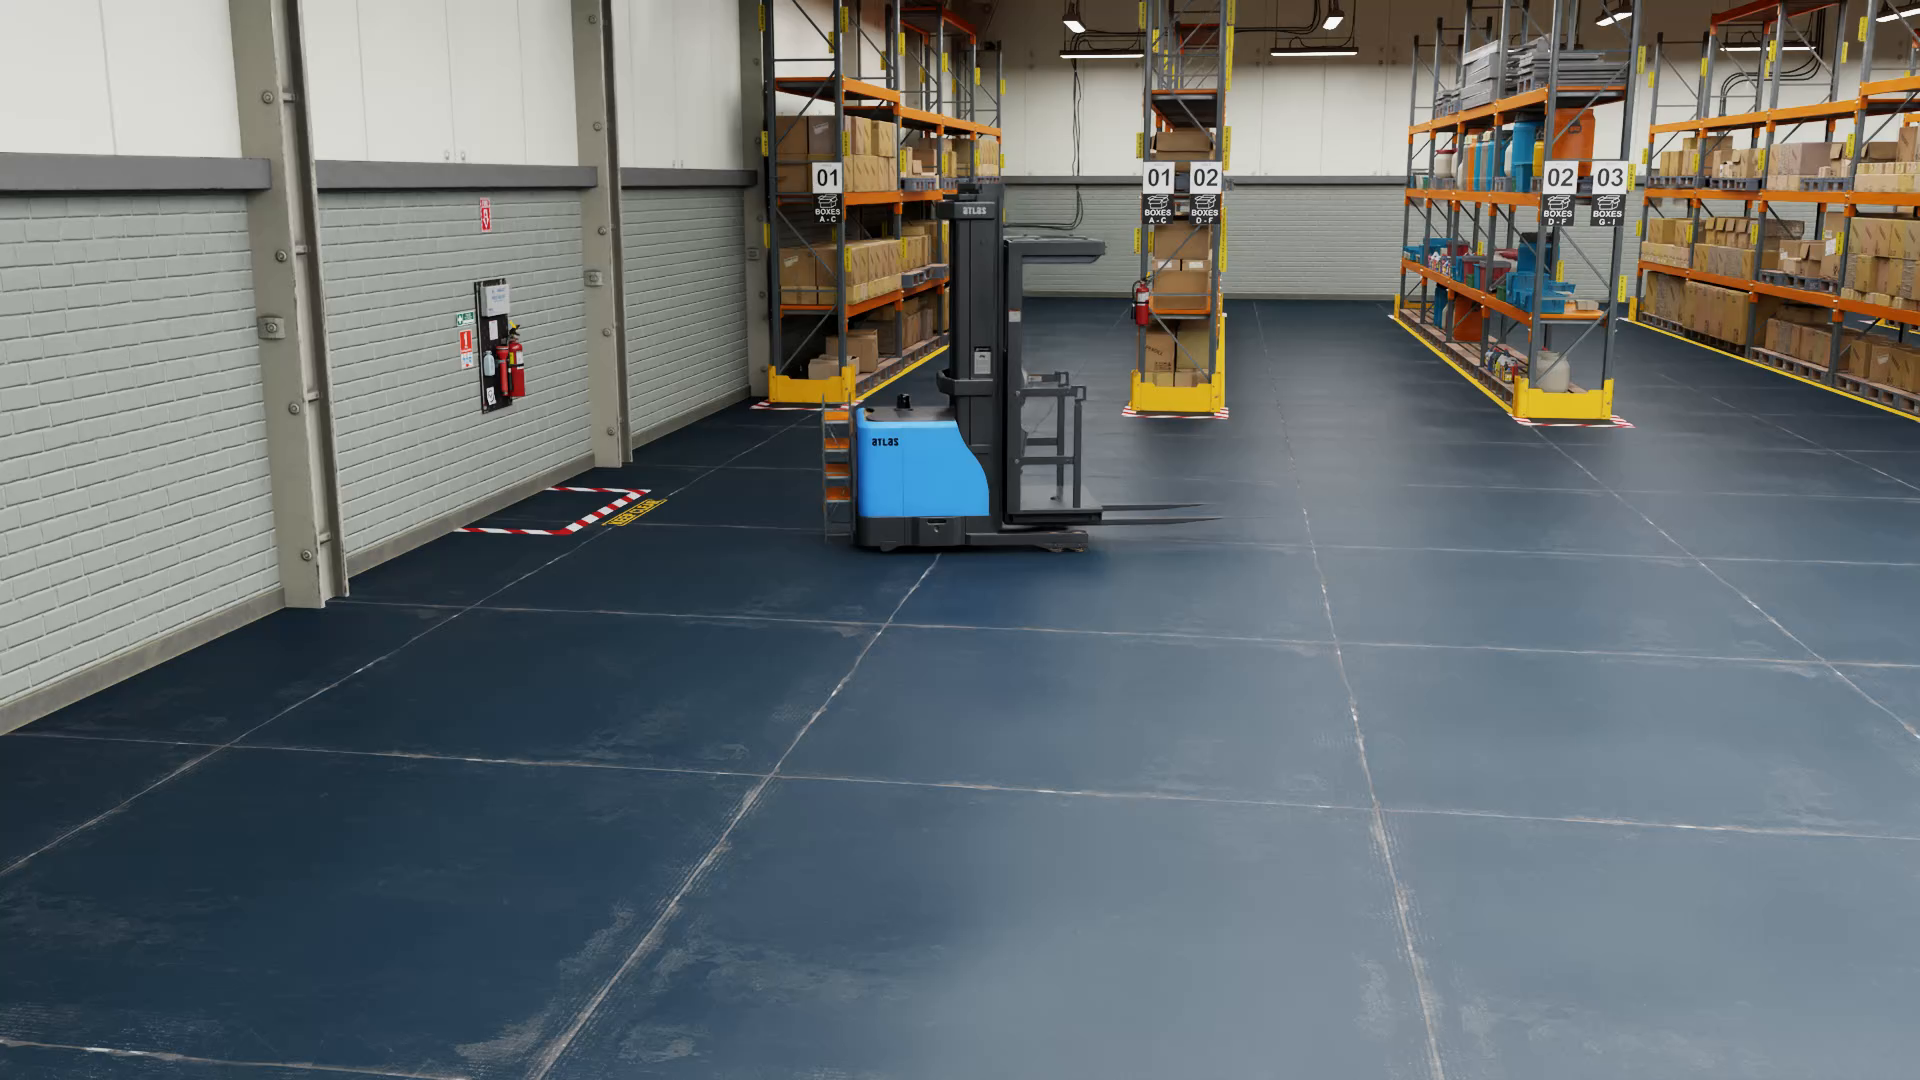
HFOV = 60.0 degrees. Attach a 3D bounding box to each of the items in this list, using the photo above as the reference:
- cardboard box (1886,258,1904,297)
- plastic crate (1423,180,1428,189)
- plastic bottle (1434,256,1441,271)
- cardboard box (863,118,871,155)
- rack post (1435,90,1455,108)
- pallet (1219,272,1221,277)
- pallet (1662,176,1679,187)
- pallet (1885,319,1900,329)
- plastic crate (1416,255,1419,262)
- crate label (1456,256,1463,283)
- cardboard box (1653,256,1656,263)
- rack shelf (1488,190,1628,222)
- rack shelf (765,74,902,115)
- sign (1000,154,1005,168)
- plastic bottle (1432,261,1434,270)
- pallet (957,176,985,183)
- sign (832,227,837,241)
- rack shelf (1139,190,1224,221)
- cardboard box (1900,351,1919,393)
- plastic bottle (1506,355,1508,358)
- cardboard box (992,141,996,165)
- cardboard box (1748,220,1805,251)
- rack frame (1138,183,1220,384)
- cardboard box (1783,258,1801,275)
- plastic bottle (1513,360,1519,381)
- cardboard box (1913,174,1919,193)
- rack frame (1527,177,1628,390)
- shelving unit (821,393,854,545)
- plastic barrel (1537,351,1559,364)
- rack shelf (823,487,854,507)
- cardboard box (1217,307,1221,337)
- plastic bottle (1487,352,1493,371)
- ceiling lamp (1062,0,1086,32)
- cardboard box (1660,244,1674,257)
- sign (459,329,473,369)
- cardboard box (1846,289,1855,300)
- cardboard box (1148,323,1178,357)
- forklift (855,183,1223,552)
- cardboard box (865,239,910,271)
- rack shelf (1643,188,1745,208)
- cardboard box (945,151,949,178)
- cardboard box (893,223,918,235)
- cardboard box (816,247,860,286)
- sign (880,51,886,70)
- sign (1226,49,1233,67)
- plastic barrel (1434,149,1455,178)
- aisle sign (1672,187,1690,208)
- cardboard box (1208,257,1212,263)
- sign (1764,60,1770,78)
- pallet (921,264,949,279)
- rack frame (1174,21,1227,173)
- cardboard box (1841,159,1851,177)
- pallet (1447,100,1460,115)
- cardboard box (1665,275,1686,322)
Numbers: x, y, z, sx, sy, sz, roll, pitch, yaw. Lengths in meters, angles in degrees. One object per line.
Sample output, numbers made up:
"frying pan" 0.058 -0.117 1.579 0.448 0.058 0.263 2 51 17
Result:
"cardboard box" 12.919 -3.494 22.145 0.875 0.500 0.500 2 12 9
"plastic crate" 9.359 -6.991 32.698 0.450 0.188 0.662 2 12 9
"plastic bottle" 9.002 -5.193 31.266 0.152 0.276 0.135 2 12 9
"cardboard box" -1.548 -5.650 23.310 0.500 0.500 0.500 2 12 10
"rack post" 9.432 -8.252 31.104 0.937 0.300 0.954 2 12 8
"pallet" 4.118 -4.909 30.107 1.213 0.211 1.003 2 12 9
"pallet" 14.812 -7.216 33.449 1.003 0.211 1.213 2 12 9
"pallet" 19.815 -4.474 34.253 1.003 0.211 1.213 2 12 9
"plastic crate" 9.563 -5.803 34.285 0.293 0.136 0.466 2 12 9
"crate label" 8.557 -4.517 27.750 0.502 0.435 0.616 2 12 9
"cardboard box" 14.565 -5.803 34.396 0.380 0.149 0.250 2 12 8
"rack shelf" 8.054 -4.564 22.637 1.077 0.370 4.000 2 12 9
"rack shelf" -1.735 -6.349 23.811 1.077 0.370 4.000 2 12 9
"sign" 0.952 -8.524 37.394 0.100 0.325 0.005 2 12 9
"plastic bottle" 9.029 -5.230 31.612 0.097 0.201 0.097 0 12 0
"pallet" -0.061 -7.445 34.508 1.003 0.211 1.213 2 12 9
"sign" -1.976 -4.770 26.257 0.100 0.325 0.005 2 12 9
"rack shelf" 3.160 -4.725 23.386 1.077 0.370 4.000 2 12 9
"cardboard box" 12.926 -2.240 22.205 0.500 0.500 0.500 3 13 14
"plastic bottle" 7.925 -2.558 24.175 0.097 0.271 0.097 0 12 0
"cardboard box" 0.488 -8.433 36.226 0.500 0.500 0.500 2 12 10
"cardboard box" 14.000 -5.229 28.516 0.797 0.503 0.637 2 12 11
"rack frame" 2.853 -3.194 21.694 1.000 3.000 0.127 2 12 9
"cardboard box" 13.386 -4.328 26.316 0.500 0.250 0.500 2 12 7
"plastic bottle" 7.767 -2.365 23.249 0.061 0.283 0.133 2 12 9
"cardboard box" 12.625 -4.584 21.381 0.500 0.250 0.500 2 12 10
"rack frame" 7.747 -3.033 20.946 1.000 3.000 0.127 2 12 9
"shelving unit" -1.026 -0.604 13.946 0.258 1.200 0.503 -1 12 -4
"plastic barrel" 7.850 -2.266 22.295 0.421 0.512 0.421 0 12 0
"rack shelf" -1.025 -0.344 14.003 0.258 0.148 0.480 -1 12 -4
"cardboard box" 4.436 -3.938 30.035 0.500 0.500 0.500 2 12 11
"plastic bottle" 7.857 -2.629 24.492 0.152 0.276 0.135 2 12 11
"ceiling lamp" 2.447 -11.373 31.551 0.800 3.185 2.000 2 12 9
"cardboard box" 14.532 -5.862 33.725 0.500 0.250 0.500 2 12 8
"sign" -4.317 -1.671 14.542 0.001 0.329 0.234 2 12 9
"cardboard box" 12.874 -3.495 23.689 0.380 0.149 0.250 2 12 9
"cardboard box" 2.859 -2.856 23.874 0.500 0.500 0.500 2 12 9
"forklift" 0.645 -1.443 13.733 3.031 2.935 1.130 -1 12 -4
"cardboard box" -1.222 -4.671 27.267 0.700 0.500 0.500 3 13 14
"rack shelf" 14.794 -6.901 33.484 1.077 0.370 4.000 2 12 9
"cardboard box" -0.603 -7.182 31.798 0.700 0.500 0.500 2 12 9
"cardboard box" -0.999 -5.692 30.517 0.500 0.250 0.500 2 12 10
"cardboard box" -1.672 -3.746 22.786 0.500 0.500 0.500 2 12 9
"sign" -1.361 -8.503 29.495 0.100 0.325 0.005 2 12 9
"sign" 4.632 -8.309 28.594 0.100 0.325 0.005 2 12 9
"plastic barrel" 9.264 -7.167 31.691 0.433 0.535 0.433 0 12 0
"aisle sign" 15.409 -7.479 35.406 0.394 0.787 0.004 2 12 9
"cardboard box" 3.204 -3.742 22.458 0.380 0.149 0.250 2 12 9
"sign" 15.024 -8.783 30.983 0.100 0.325 0.005 2 12 9
"pallet" -0.816 -4.773 29.478 1.213 0.211 1.003 2 12 9
"rack frame" 4.698 -8.625 32.653 1.000 3.000 0.127 2 12 9
"cardboard box" 13.302 -5.510 24.642 0.396 0.266 0.258 2 12 11
"pallet" 9.118 -7.492 28.795 1.213 0.211 1.003 2 12 9
"cardboard box" 14.805 -4.859 33.467 0.875 0.875 0.875 2 12 9
